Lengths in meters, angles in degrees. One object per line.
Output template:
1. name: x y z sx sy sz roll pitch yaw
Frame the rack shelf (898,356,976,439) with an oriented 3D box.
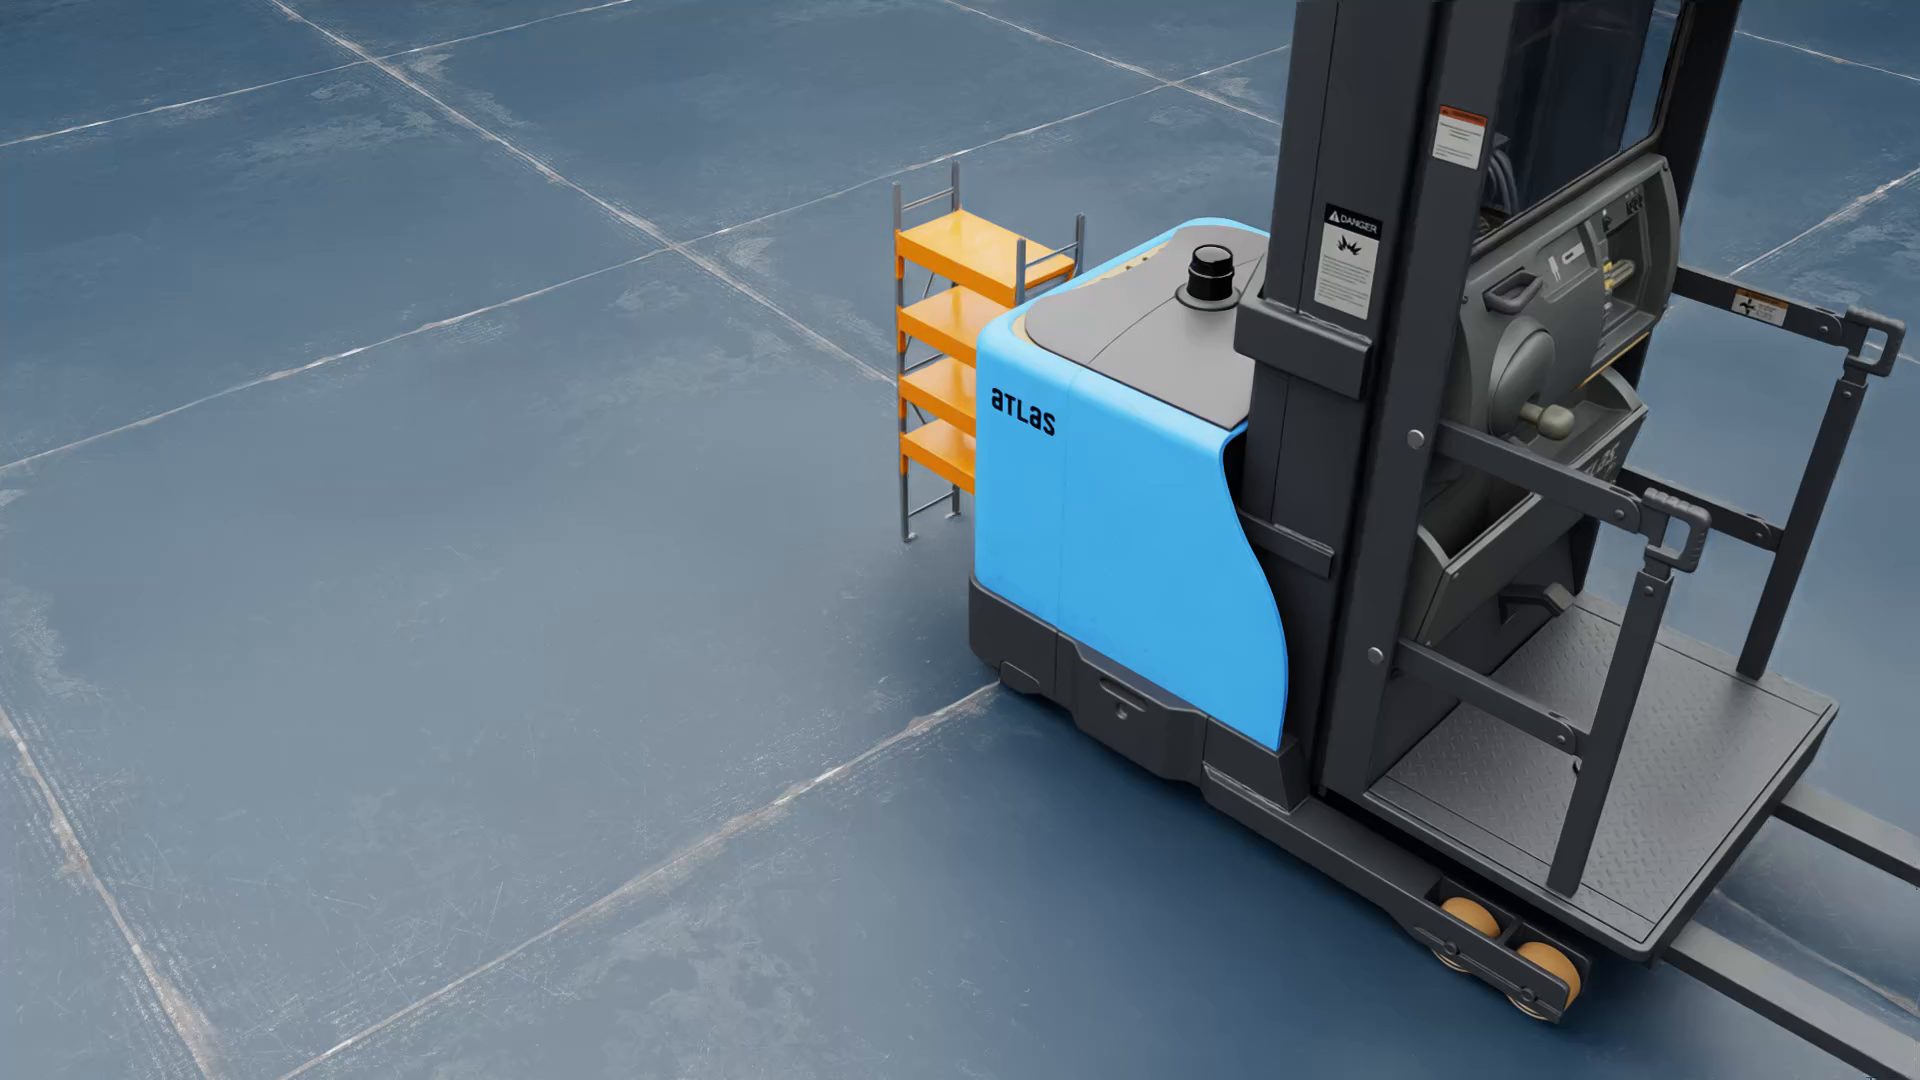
1. rack shelf: 0.072 -0.374 4.856 0.258 0.148 0.480 -28 44 -34

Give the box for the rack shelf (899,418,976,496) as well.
1. rack shelf: 0.072 -0.212 4.971 0.258 0.148 0.480 -28 44 -34

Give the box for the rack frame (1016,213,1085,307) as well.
1. rack frame: 0.238 -0.325 4.671 0.240 1.200 0.015 -28 44 -34

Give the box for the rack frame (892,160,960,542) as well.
1. rack frame: -0.094 -0.532 4.963 0.240 1.200 0.015 -28 44 -34

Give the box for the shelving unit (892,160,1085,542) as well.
1. shelving unit: 0.072 -0.429 4.817 0.258 1.200 0.503 -28 44 -34

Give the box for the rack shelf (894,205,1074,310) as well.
1. rack shelf: 0.072 -0.749 4.590 0.258 0.148 0.480 -28 44 -34

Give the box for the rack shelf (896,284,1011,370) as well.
1. rack shelf: 0.072 -0.556 4.726 0.258 0.148 0.480 -28 44 -34

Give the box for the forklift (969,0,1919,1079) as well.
1. forklift: 1.440 -0.467 3.373 3.031 2.935 1.130 29 44 34
